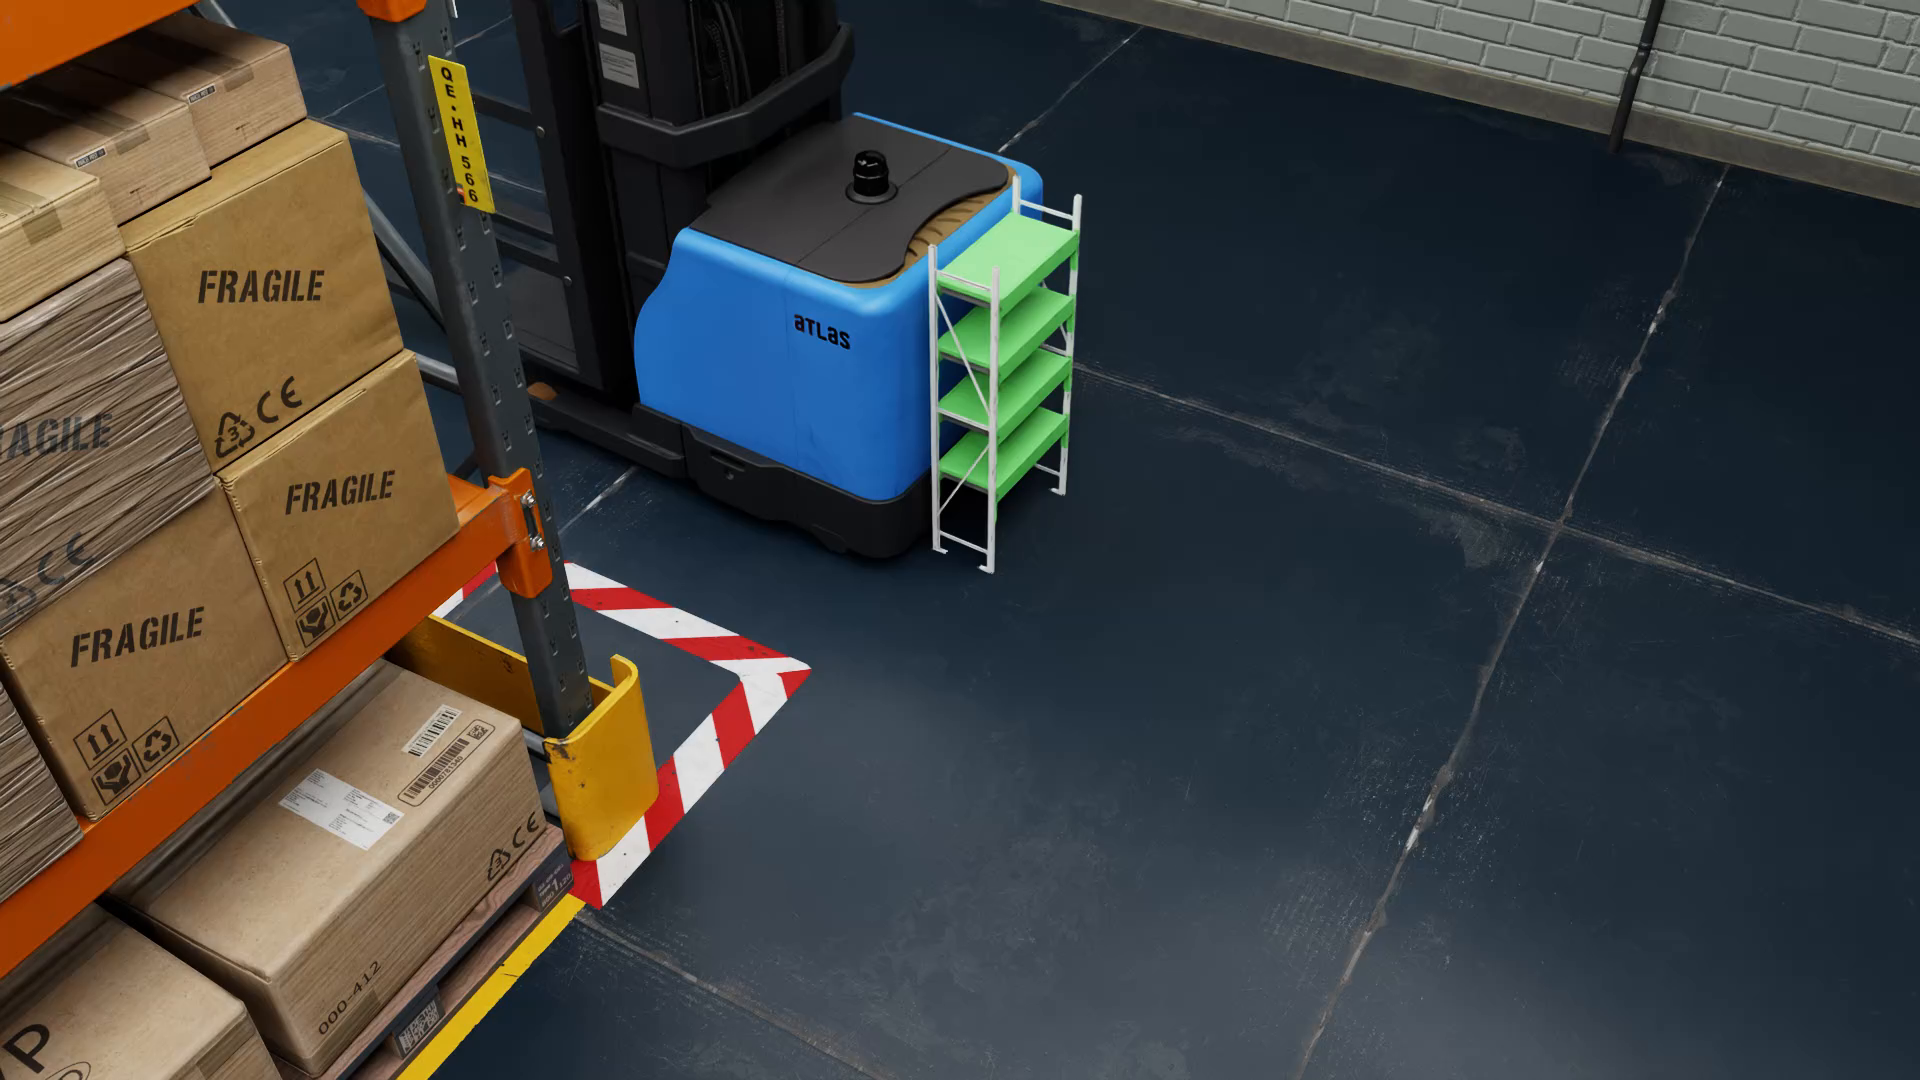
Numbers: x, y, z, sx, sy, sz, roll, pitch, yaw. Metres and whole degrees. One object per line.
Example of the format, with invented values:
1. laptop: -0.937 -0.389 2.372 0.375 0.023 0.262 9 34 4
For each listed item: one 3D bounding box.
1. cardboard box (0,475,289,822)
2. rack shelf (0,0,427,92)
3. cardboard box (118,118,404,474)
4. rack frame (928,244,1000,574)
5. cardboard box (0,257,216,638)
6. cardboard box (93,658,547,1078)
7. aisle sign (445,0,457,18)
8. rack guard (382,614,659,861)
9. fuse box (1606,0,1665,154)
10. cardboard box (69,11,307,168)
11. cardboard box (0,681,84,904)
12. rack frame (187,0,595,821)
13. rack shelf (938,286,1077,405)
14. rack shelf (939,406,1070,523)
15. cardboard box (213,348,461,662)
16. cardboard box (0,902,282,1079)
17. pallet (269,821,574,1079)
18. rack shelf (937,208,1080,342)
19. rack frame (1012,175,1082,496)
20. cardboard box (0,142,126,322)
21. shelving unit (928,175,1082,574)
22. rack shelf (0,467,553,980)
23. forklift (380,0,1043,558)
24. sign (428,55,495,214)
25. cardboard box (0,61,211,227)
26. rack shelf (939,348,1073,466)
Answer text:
1. cardboard box: -1.743 0.132 3.255 0.500 0.500 0.500 20 45 21
2. rack shelf: -2.468 -0.187 1.968 1.077 0.370 4.000 21 45 22
3. cardboard box: -1.502 -0.534 3.255 0.500 0.500 0.500 22 46 23
4. rack frame: 0.012 -0.381 5.274 0.240 1.200 0.015 23 46 24
5. cardboard box: -1.738 -0.226 2.904 0.500 0.500 0.500 21 46 22
6. cardboard box: -1.710 0.739 4.263 0.875 0.438 0.875 19 45 21
7. aisle sign: -1.162 -1.390 3.092 0.394 0.787 0.004 21 45 22
8. rack guard: -1.455 0.448 4.863 1.175 0.500 0.348 21 45 22
9. fuse box: 3.080 -2.449 7.236 0.539 1.711 0.414 21 45 22
10. cardboard box: -1.473 -0.861 3.135 0.380 0.149 0.250 22 46 23
11. cardboard box: -1.992 0.430 2.917 0.500 0.500 0.500 22 46 23
12. rack frame: -1.467 -0.476 4.021 1.000 3.000 0.127 21 45 22
13. rack shelf: 0.142 -0.649 5.313 0.258 0.148 0.480 23 46 24
14. rack shelf: 0.142 -0.289 5.630 0.258 0.148 0.480 23 46 24
15. cardboard box: -1.479 -0.150 3.575 0.500 0.500 0.500 21 46 22
16. cardboard box: -2.161 1.265 3.665 0.875 0.438 0.875 22 46 23
17. pallet: -1.799 1.054 4.394 1.003 0.211 1.213 21 45 22
18. rack shelf: 0.142 -0.829 5.154 0.258 0.148 0.480 23 46 24
19. rack frame: 0.272 -0.653 5.584 0.240 1.200 0.015 23 46 24
20. cardboard box: -1.635 -0.532 2.761 0.380 0.149 0.250 20 45 22
21. shelving unit: 0.142 -0.517 5.429 0.258 1.200 0.503 23 46 24
22. rack shelf: -2.468 0.938 2.959 1.077 0.370 4.000 21 45 22
23. forklift: -1.223 -1.791 5.566 3.031 2.935 1.130 23 46 24
24. sign: -1.004 -0.812 3.347 0.100 0.325 0.005 21 45 22
25. cardboard box: -1.579 -0.708 2.961 0.380 0.149 0.250 22 46 23
26. rack shelf: 0.142 -0.469 5.471 0.258 0.148 0.480 23 46 24
